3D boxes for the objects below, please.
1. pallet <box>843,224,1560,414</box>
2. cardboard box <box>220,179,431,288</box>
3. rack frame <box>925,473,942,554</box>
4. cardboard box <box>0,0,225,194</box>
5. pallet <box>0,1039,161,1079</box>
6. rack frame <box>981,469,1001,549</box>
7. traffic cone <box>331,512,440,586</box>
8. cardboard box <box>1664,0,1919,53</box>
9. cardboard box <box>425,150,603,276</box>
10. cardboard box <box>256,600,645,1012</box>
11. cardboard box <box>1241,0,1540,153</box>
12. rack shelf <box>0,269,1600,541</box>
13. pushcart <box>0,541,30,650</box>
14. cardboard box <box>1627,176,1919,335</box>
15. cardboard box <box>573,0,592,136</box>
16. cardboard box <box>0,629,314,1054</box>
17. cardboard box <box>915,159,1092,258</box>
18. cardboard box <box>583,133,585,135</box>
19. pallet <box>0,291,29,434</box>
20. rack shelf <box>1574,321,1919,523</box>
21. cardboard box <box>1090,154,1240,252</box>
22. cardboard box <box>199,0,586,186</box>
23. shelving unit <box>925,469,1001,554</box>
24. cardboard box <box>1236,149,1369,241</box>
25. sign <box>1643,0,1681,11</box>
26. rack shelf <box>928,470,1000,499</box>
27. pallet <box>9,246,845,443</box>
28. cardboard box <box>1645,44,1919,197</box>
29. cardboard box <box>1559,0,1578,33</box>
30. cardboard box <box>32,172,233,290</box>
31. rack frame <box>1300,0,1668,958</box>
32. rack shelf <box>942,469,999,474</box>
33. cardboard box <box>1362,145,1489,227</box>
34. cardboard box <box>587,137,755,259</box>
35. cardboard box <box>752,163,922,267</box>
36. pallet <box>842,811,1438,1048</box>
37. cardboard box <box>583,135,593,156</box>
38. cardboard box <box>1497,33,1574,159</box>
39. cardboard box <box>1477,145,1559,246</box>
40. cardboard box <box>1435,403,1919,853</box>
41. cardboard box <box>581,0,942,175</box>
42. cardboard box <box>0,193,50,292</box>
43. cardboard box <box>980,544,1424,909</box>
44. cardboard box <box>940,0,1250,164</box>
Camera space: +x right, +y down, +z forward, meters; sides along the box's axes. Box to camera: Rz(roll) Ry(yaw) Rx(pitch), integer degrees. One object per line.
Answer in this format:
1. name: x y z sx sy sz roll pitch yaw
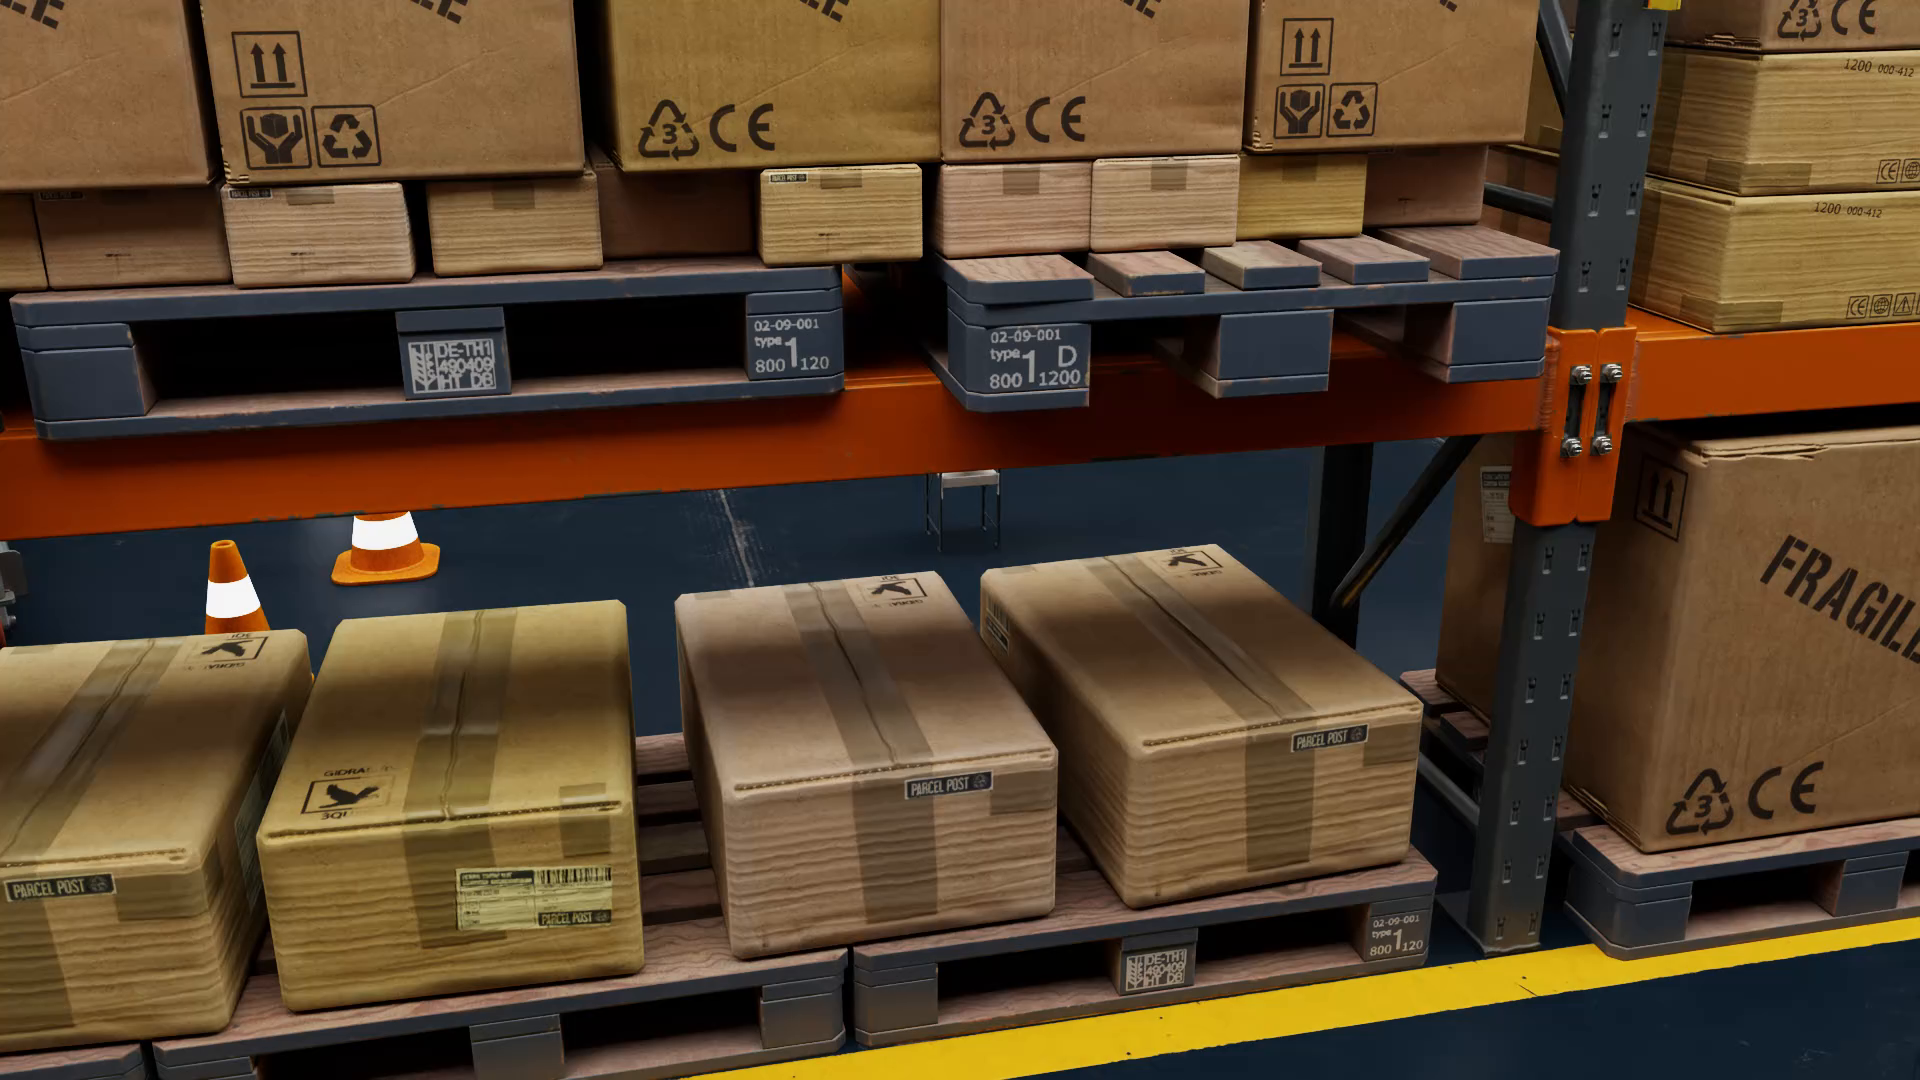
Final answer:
1. pallet: 0.366 -0.531 3.183 1.003 0.211 1.213 -5 21 -12
2. cardboard box: -0.972 -0.508 2.595 0.250 0.149 0.380 -4 20 -10
3. rack frame: -0.091 -0.415 5.640 0.006 0.900 0.240 -5 21 -12
4. cardboard box: -1.364 -0.796 2.439 0.500 0.500 0.500 -5 21 -13
5. pallet: -2.100 0.850 3.187 1.213 0.211 1.003 -5 21 -12
6. rack frame: 0.107 -0.431 5.684 0.006 0.900 0.240 -5 21 -12
7. traffic cone: -1.921 -0.130 5.498 0.334 0.463 0.336 -5 21 -12
8. cardboard box: 1.571 -1.187 3.096 0.500 0.500 0.500 -5 21 -14
9. cardboard box: -0.719 -0.539 2.680 0.250 0.149 0.380 -5 21 -14
10. cardboard box: -0.973 0.484 3.343 0.625 0.372 0.950 -4 20 -11
11. cardboard box: 0.657 -0.968 2.909 0.500 0.500 0.500 -5 21 -14
12. rack shelf: -0.911 -0.218 3.093 4.000 0.370 1.077 -5 21 -12
13. pushcart: -3.431 0.075 5.061 0.936 0.377 1.648 -13 24 -31
14. cardboard box: 1.569 -0.598 3.303 0.500 0.250 0.500 -5 21 -13
15. cardboard box: -0.477 -1.051 3.136 0.500 0.500 0.500 -4 21 -12
16. cardboard box: -1.649 0.539 3.191 0.625 0.372 0.950 -3 20 -9
17. cardboard box: 0.044 -0.591 2.820 0.250 0.149 0.380 -6 21 -15
18. cardboard box: -0.965 -1.014 3.035 0.500 0.500 0.500 -5 21 -15
19. pallet: -2.080 -0.319 2.603 1.213 0.211 1.003 -5 21 -12
20. rack shelf: 2.981 -0.534 3.958 4.000 0.370 1.077 -5 21 -12
21. cardboard box: 0.291 -0.608 2.867 0.250 0.149 0.380 -5 21 -13
22. cardboard box: -0.866 -0.841 2.560 0.500 0.500 0.500 -6 21 -15
23. shelving unit: 0.008 -0.423 5.662 0.210 0.900 0.258 -5 21 -12
24. cardboard box: 0.526 -0.643 2.963 0.250 0.149 0.380 -4 21 -12
25. sign: 1.169 -1.039 2.722 0.005 0.325 0.100 -5 21 -12
26. rack shelf: 0.008 -0.223 5.735 0.200 0.077 0.258 -5 21 -12
27. pallet: -0.882 -0.453 2.970 1.213 0.211 1.003 -5 21 -12
28. cardboard box: 1.585 -0.835 3.225 0.500 0.250 0.500 -5 21 -13
29. cardboard box: 1.478 -1.359 3.563 0.500 0.500 0.500 -5 21 -14
30. cardboard box: -1.243 -0.504 2.585 0.250 0.149 0.380 -4 21 -12
31. rack frame: 1.035 -0.714 3.402 0.127 3.000 1.000 -5 21 -12
32. rack shelf: 0.008 -0.307 5.704 0.200 0.077 0.258 -5 21 -12
33. cardboard box: 0.770 -0.688 3.087 0.250 0.149 0.380 -4 20 -10
34. cardboard box: -0.494 -0.586 2.809 0.250 0.149 0.380 -4 21 -12
35. cardboard box: -0.220 -0.564 2.748 0.250 0.149 0.380 -4 21 -12
36. pallet: 0.274 0.657 3.714 1.213 0.211 1.003 -5 21 -12
37. cardboard box: -0.639 -0.717 3.164 0.250 0.149 0.380 -4 20 -10
38. cardboard box: 1.448 -1.001 3.678 0.500 0.250 0.500 -5 21 -13
39. cardboard box: 1.467 -0.770 3.774 0.500 0.250 0.500 -5 21 -14
40. cardboard box: 1.726 0.060 3.768 0.875 0.875 0.875 -5 21 -13
41. cardboard box: -0.335 -0.883 2.677 0.500 0.500 0.500 -6 21 -16
42. cardboard box: -1.484 -0.485 2.534 0.250 0.149 0.380 -4 21 -12
43. cardboard box: 0.483 0.364 3.669 0.625 0.372 0.950 -6 21 -16
44. cardboard box: 0.156 -0.924 2.787 0.500 0.500 0.500 -5 21 -13
